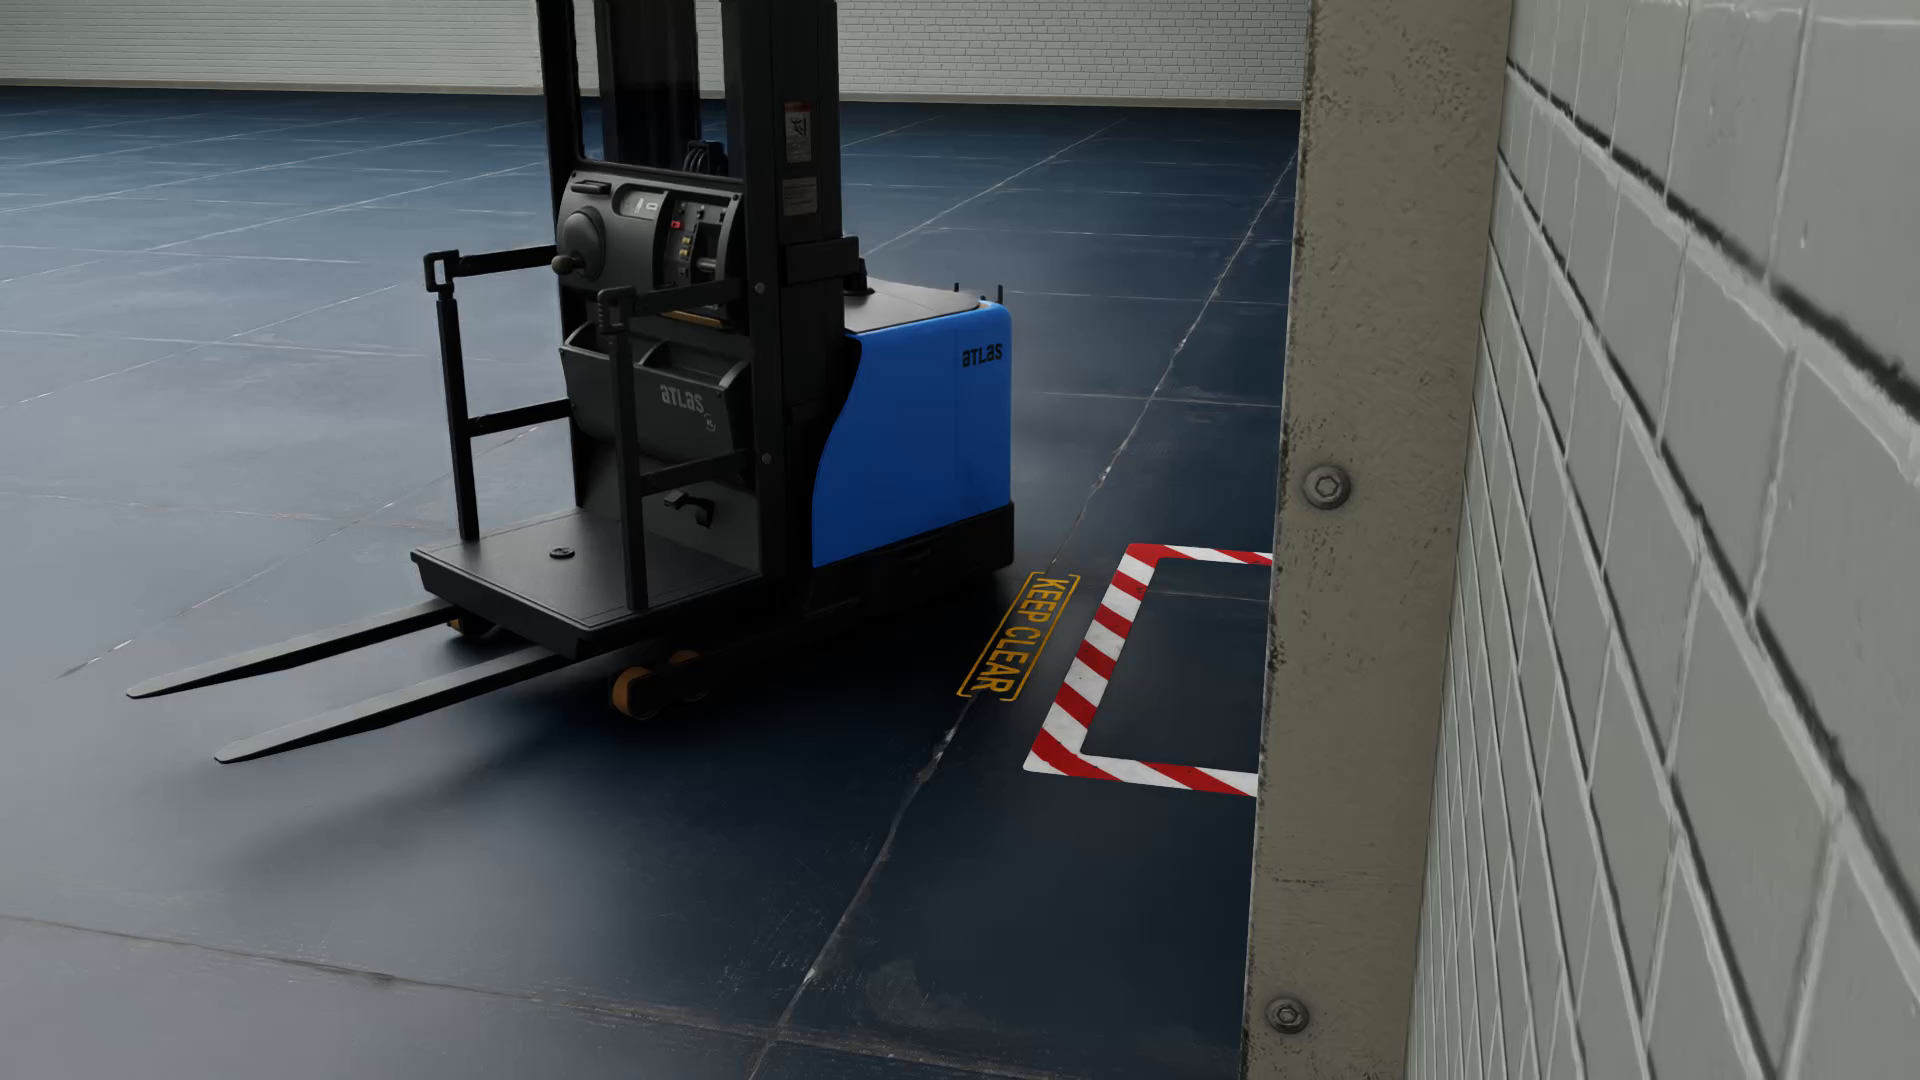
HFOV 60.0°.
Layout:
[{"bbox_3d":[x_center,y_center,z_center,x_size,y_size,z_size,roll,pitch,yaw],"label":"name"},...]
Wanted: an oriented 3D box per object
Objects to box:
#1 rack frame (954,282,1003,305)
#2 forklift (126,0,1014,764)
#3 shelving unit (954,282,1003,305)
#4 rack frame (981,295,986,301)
[{"bbox_3d":[0.074,-0.531,6.843,0.200,1.050,0.008,6,20,16],"label":"rack frame"},{"bbox_3d":[-1.175,-1.005,5.319,1.130,2.935,3.031,17,25,41],"label":"forklift"},{"bbox_3d":[0.038,-0.494,6.733,0.215,1.050,0.252,6,20,16],"label":"shelving unit"},{"bbox_3d":[0.003,-0.456,6.623,0.200,1.050,0.008,6,20,16],"label":"rack frame"}]
